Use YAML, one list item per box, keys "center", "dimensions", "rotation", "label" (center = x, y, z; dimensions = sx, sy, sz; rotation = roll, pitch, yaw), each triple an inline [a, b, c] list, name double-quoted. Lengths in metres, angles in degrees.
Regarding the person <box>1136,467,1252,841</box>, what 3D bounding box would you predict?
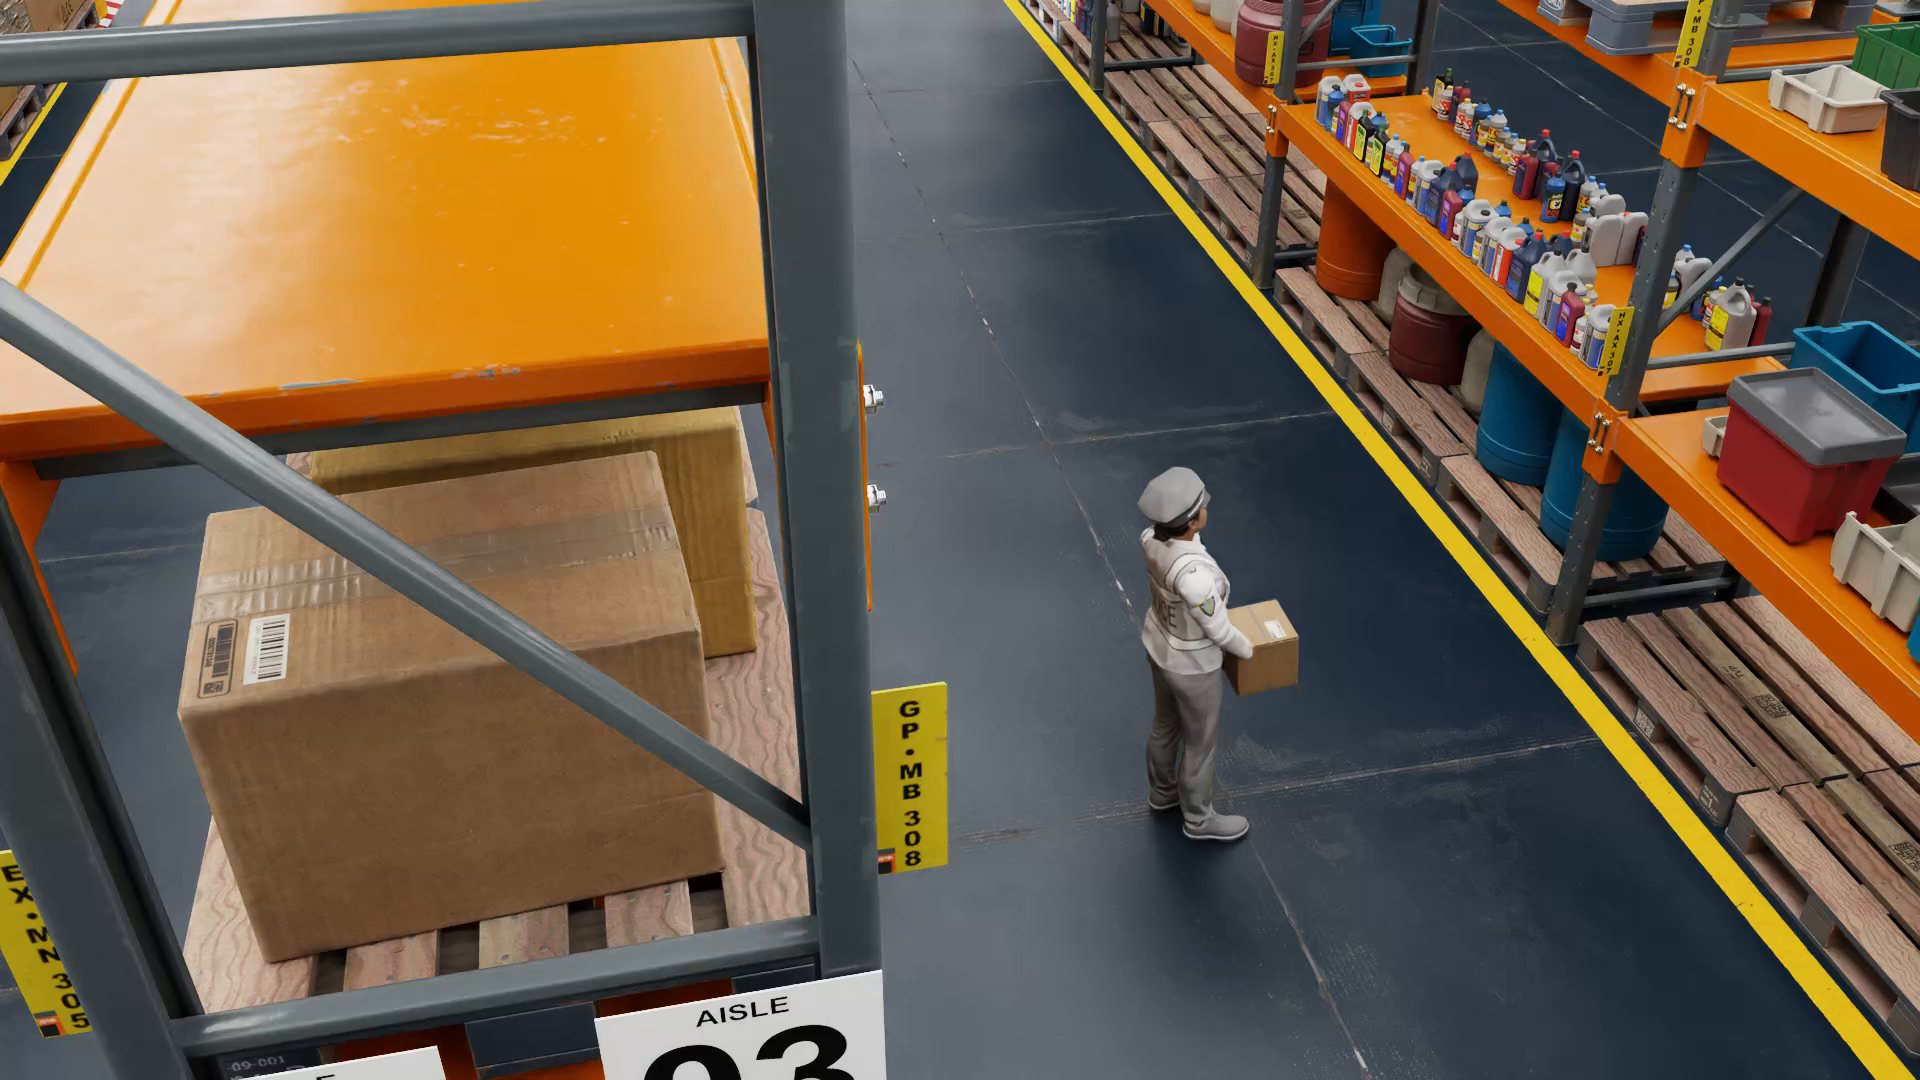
- center: [0.929, 0.455, 6.657]
  dimensions: [0.509, 1.701, 0.517]
  rotation: [-12, 36, -16]
  label: "person"
